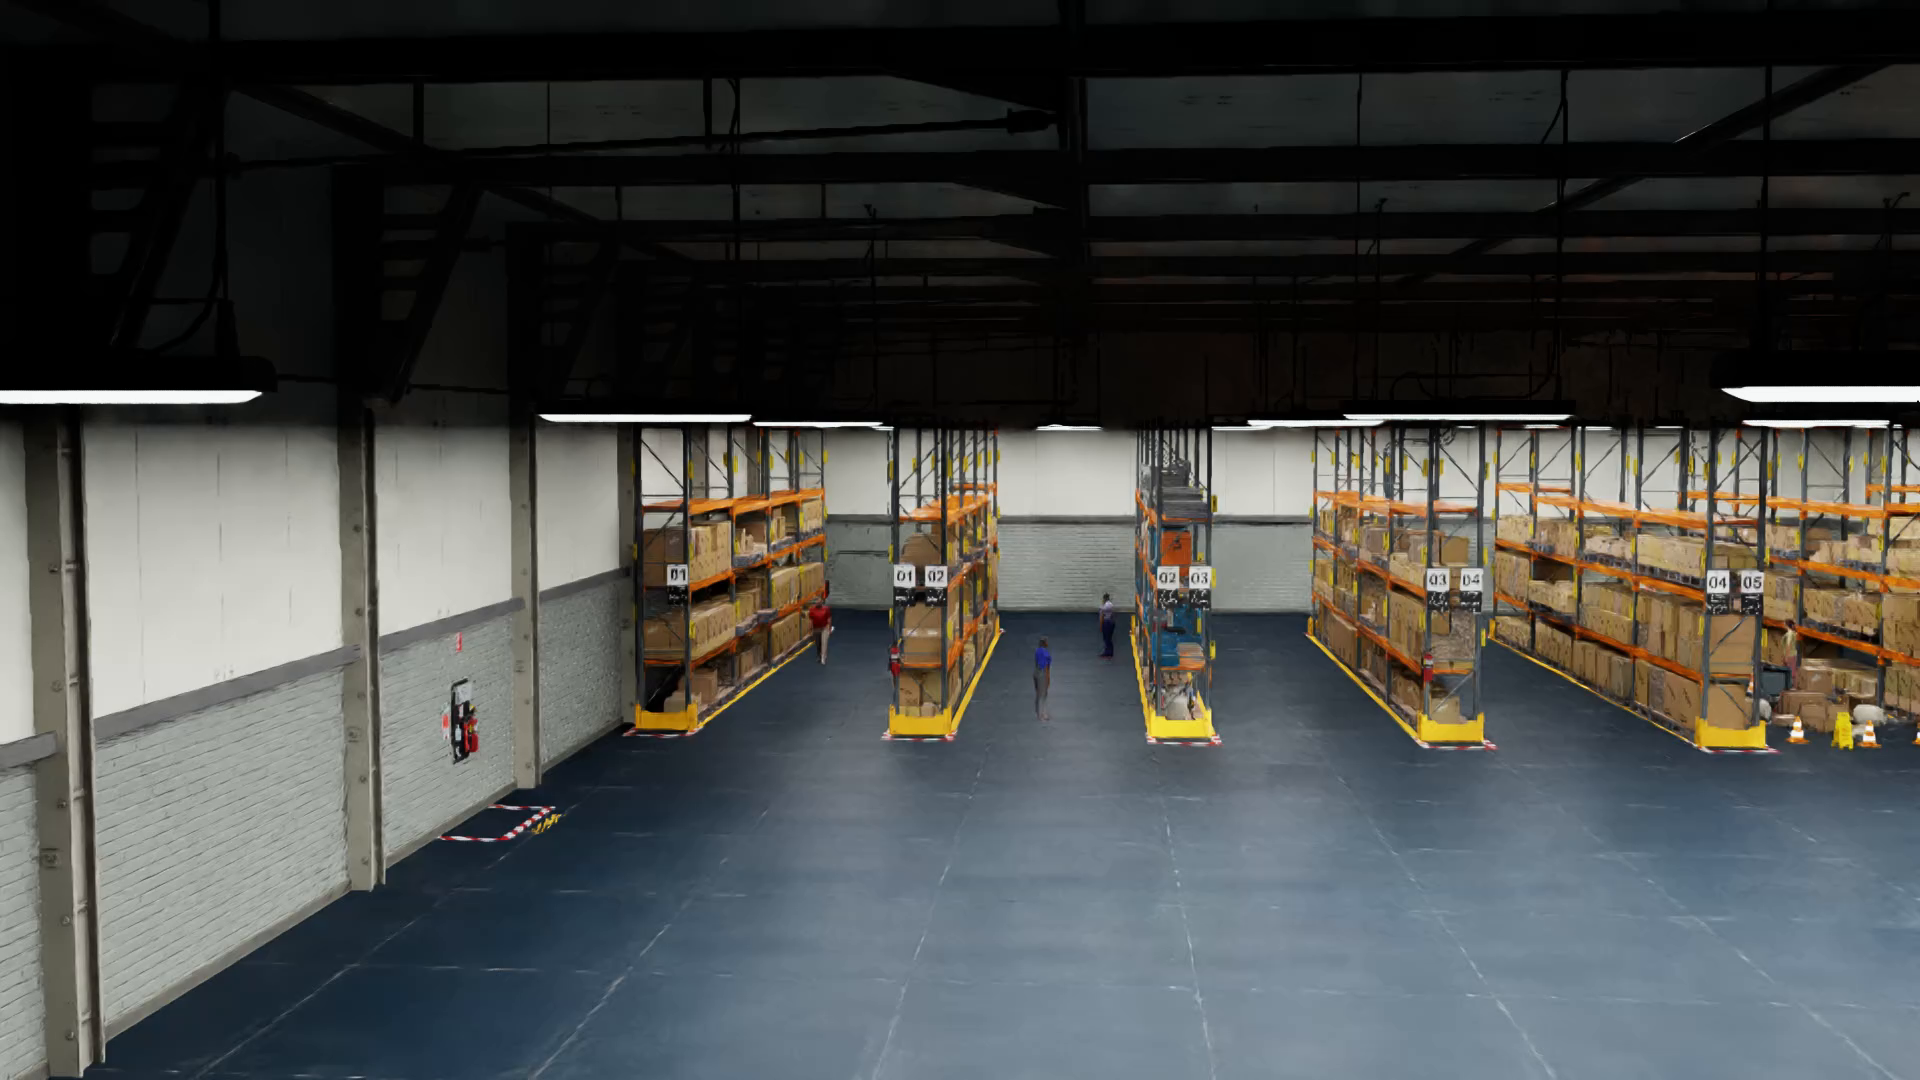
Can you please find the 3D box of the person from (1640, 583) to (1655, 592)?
[{"bbox_3d":[19.936,1.678,48.186,0.459,1.779,0.703,-2,4,-30],"label":"person"}]

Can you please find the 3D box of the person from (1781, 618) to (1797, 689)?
[{"bbox_3d":[17.910,2.521,36.007,0.575,1.667,0.565,2,4,30],"label":"person"}]

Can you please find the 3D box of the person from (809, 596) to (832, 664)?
[{"bbox_3d":[-3.467,2.202,41.076,0.542,1.645,1.126,0,4,7],"label":"person"}]

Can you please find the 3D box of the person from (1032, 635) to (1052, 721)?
[{"bbox_3d":[1.671,2.723,33.023,0.437,1.667,0.553,-2,4,-24],"label":"person"}]

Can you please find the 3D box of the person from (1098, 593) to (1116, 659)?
[{"bbox_3d":[3.681,2.152,41.951,0.556,1.641,0.590,2,4,31],"label":"person"}]
